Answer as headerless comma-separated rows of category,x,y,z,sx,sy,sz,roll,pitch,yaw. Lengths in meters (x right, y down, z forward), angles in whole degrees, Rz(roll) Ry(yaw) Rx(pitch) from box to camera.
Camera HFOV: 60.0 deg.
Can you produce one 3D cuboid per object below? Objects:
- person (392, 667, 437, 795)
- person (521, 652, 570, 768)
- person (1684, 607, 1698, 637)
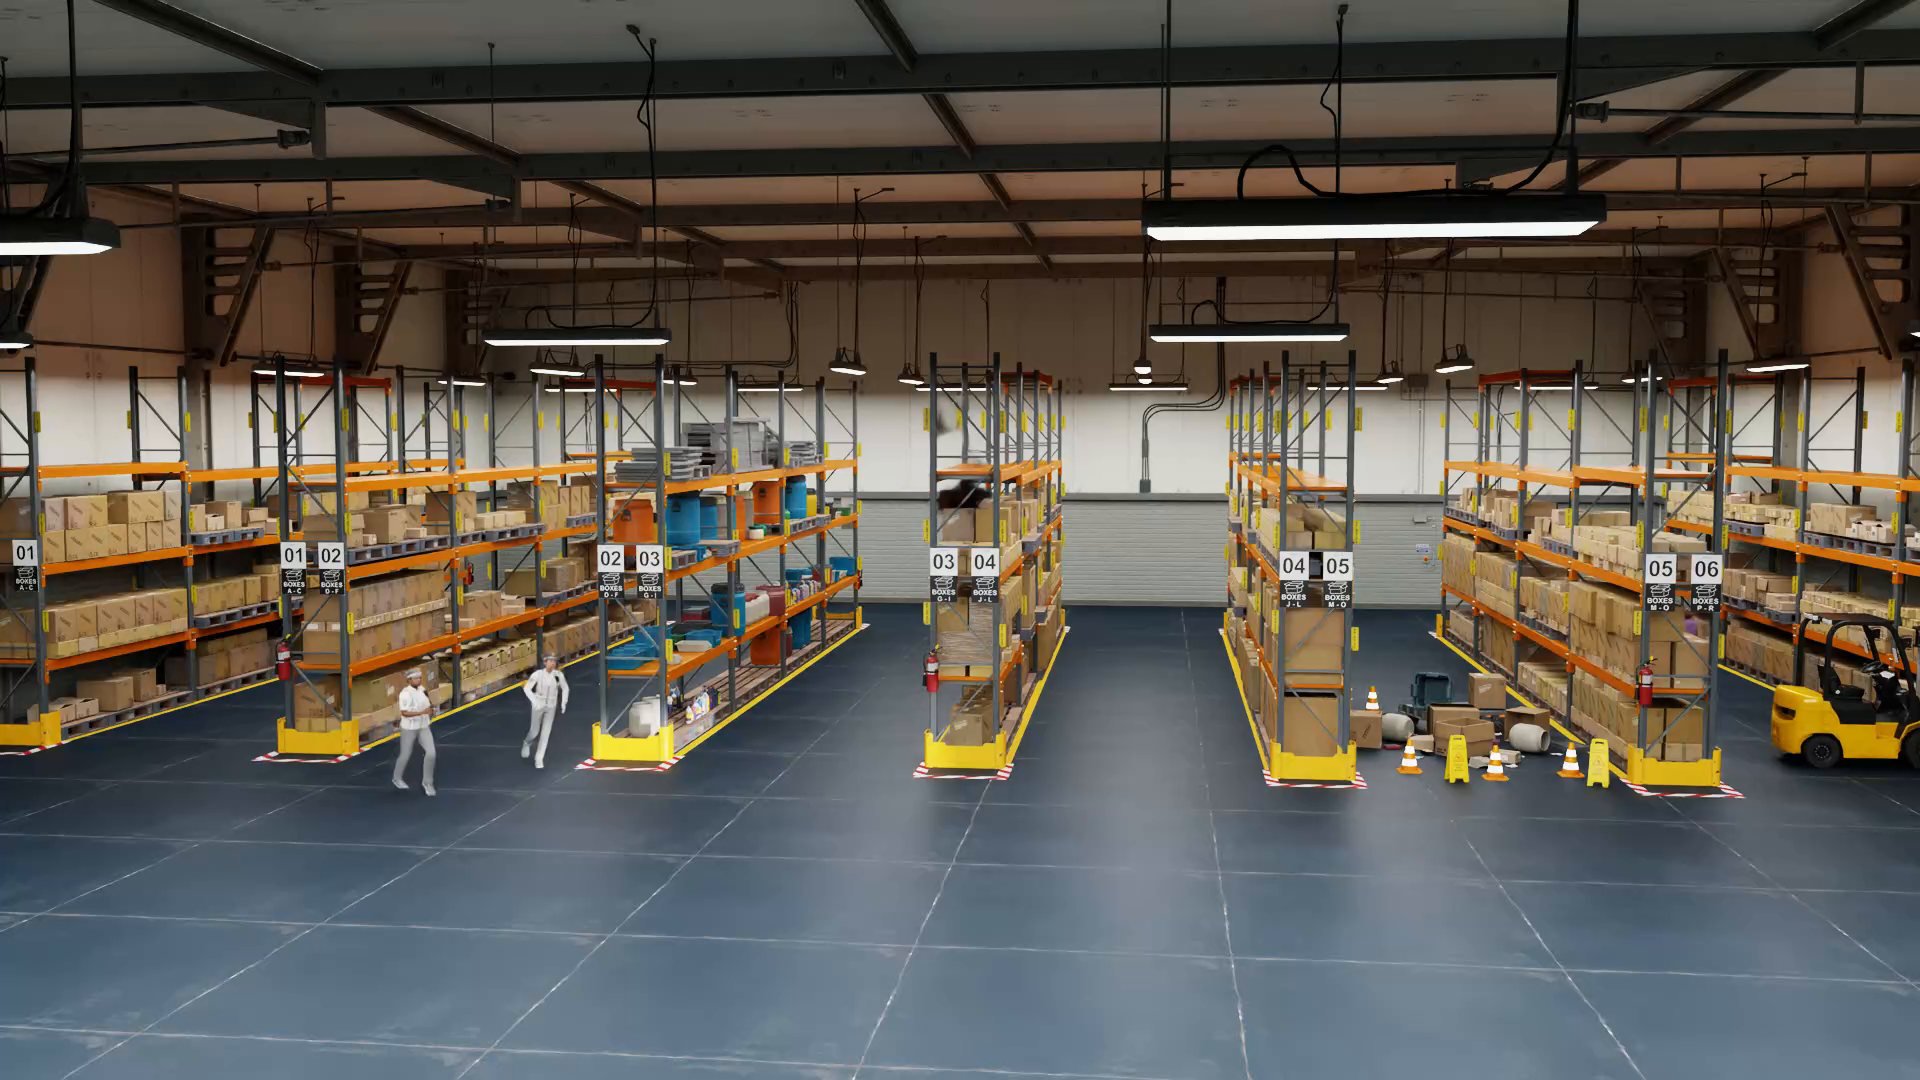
person,-7.343,2.586,22.418,0.787,1.779,0.539,3,5,35
person,-6.063,2.454,24.408,0.684,1.656,0.732,-2,4,-24
person,13.403,2.031,30.723,0.504,1.585,0.732,0,4,-4
